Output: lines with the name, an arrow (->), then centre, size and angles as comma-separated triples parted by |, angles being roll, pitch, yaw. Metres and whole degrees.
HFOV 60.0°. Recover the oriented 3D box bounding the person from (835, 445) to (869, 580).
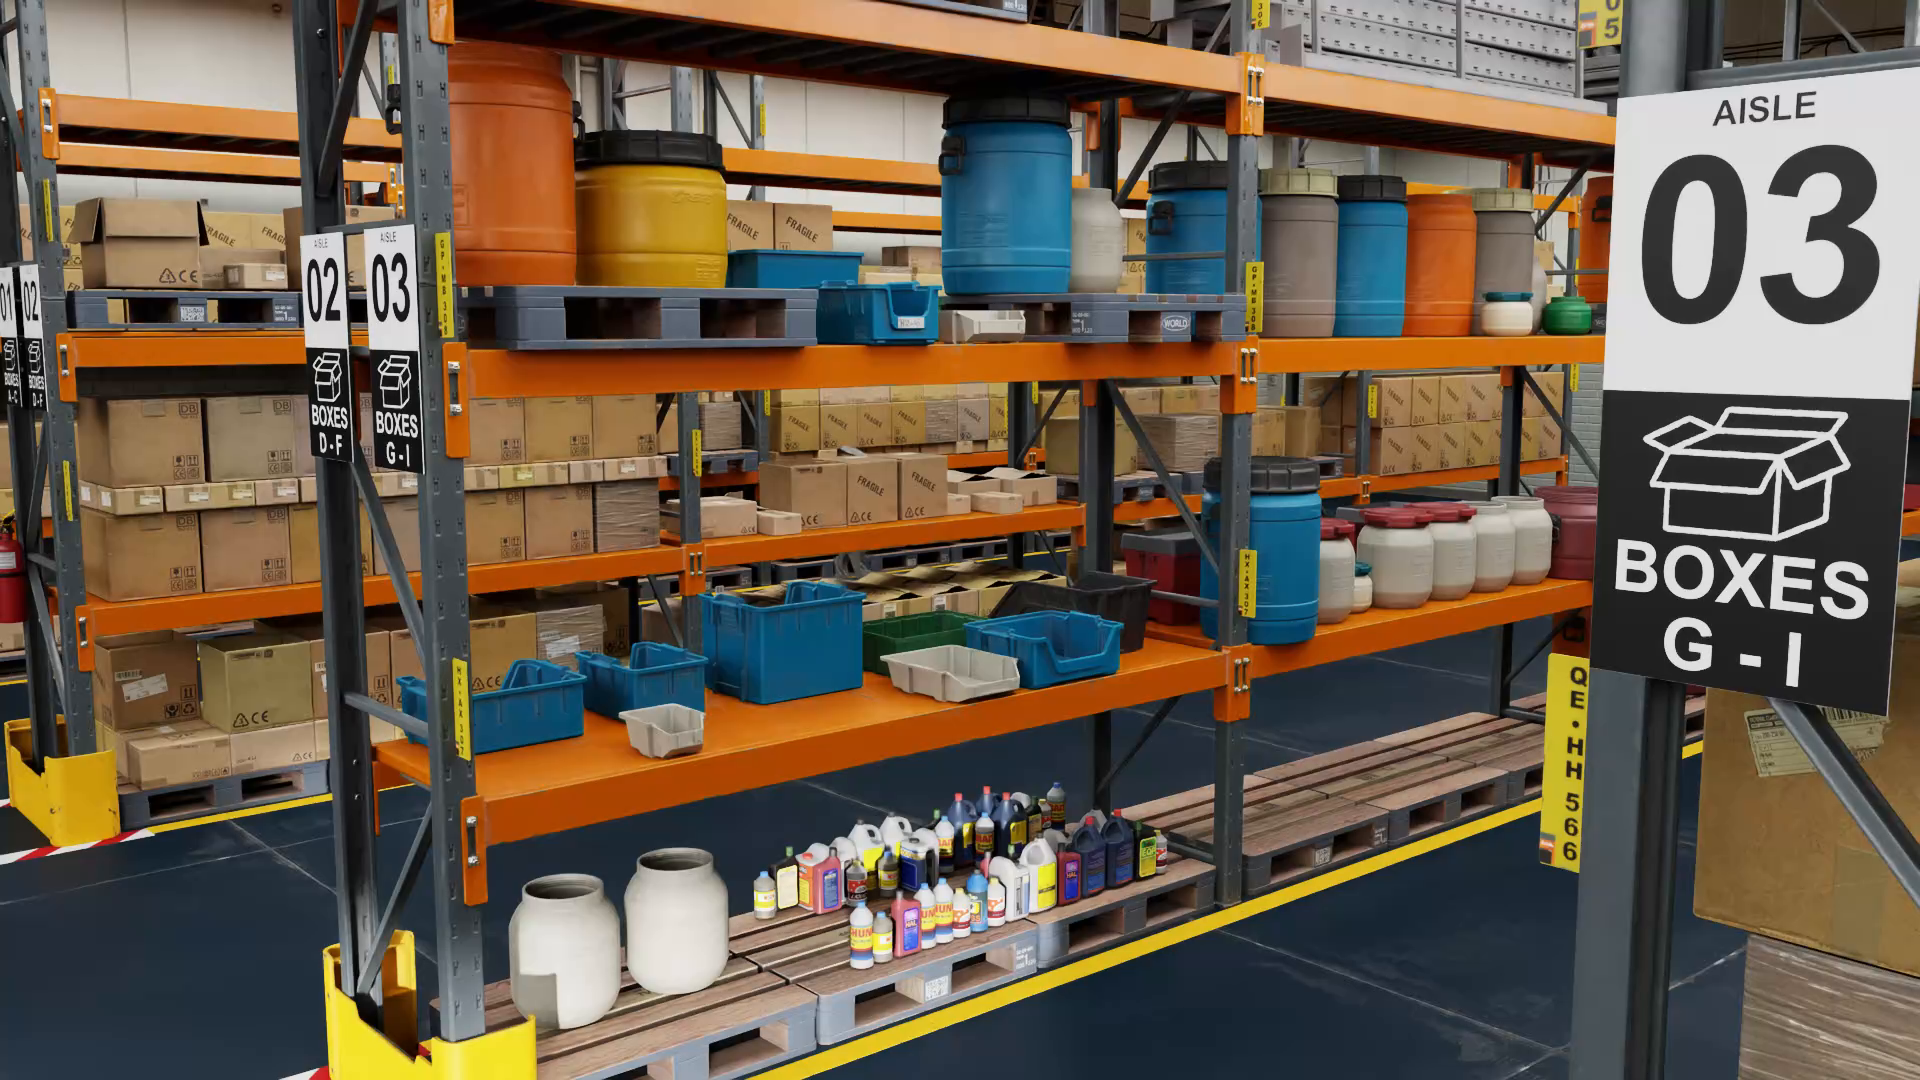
person -> -1.101, -0.070, 16.321 | 0.666, 1.721, 0.516 | 1, 8, 11
